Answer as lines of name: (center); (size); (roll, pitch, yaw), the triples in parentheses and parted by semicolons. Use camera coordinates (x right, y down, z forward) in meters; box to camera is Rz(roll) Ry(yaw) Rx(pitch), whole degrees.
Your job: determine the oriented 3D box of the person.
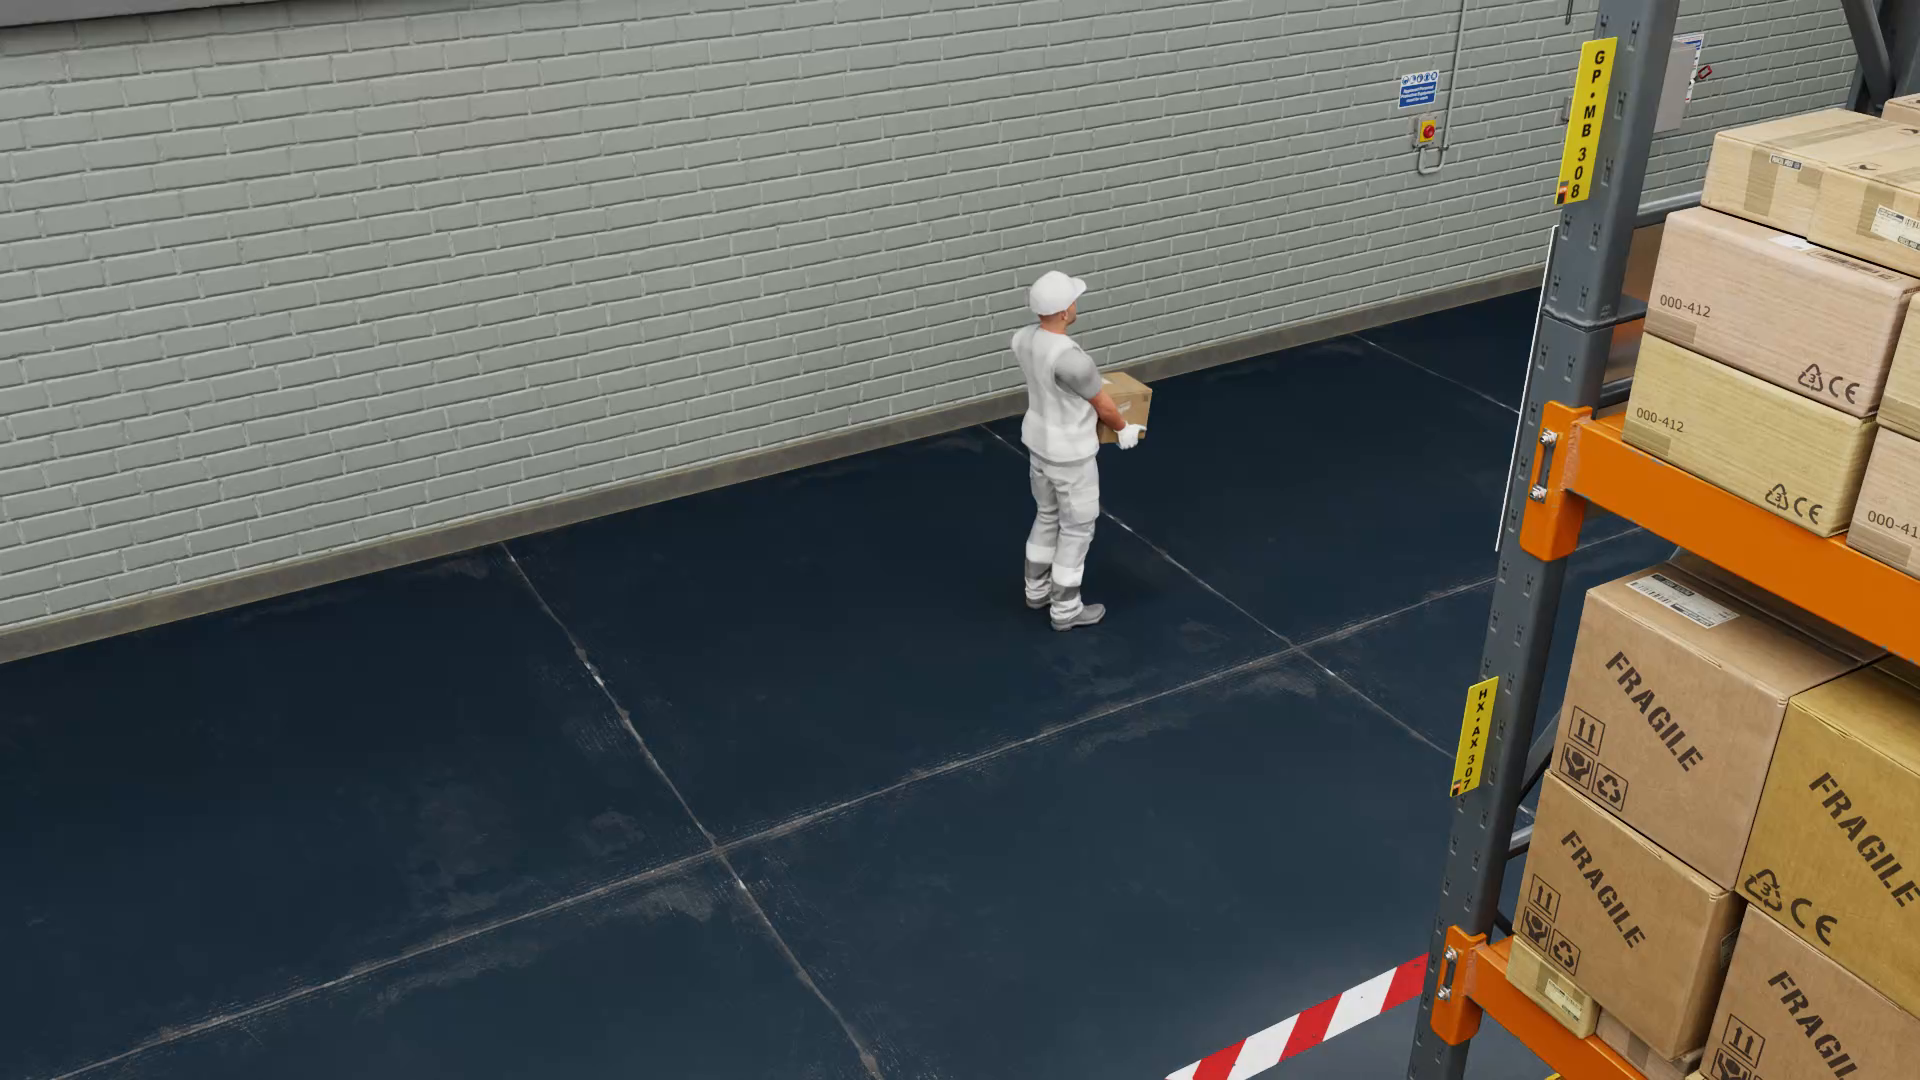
person: (0.567, -0.452, 7.929); (0.568, 1.783, 0.494); (-15, 32, -25)
